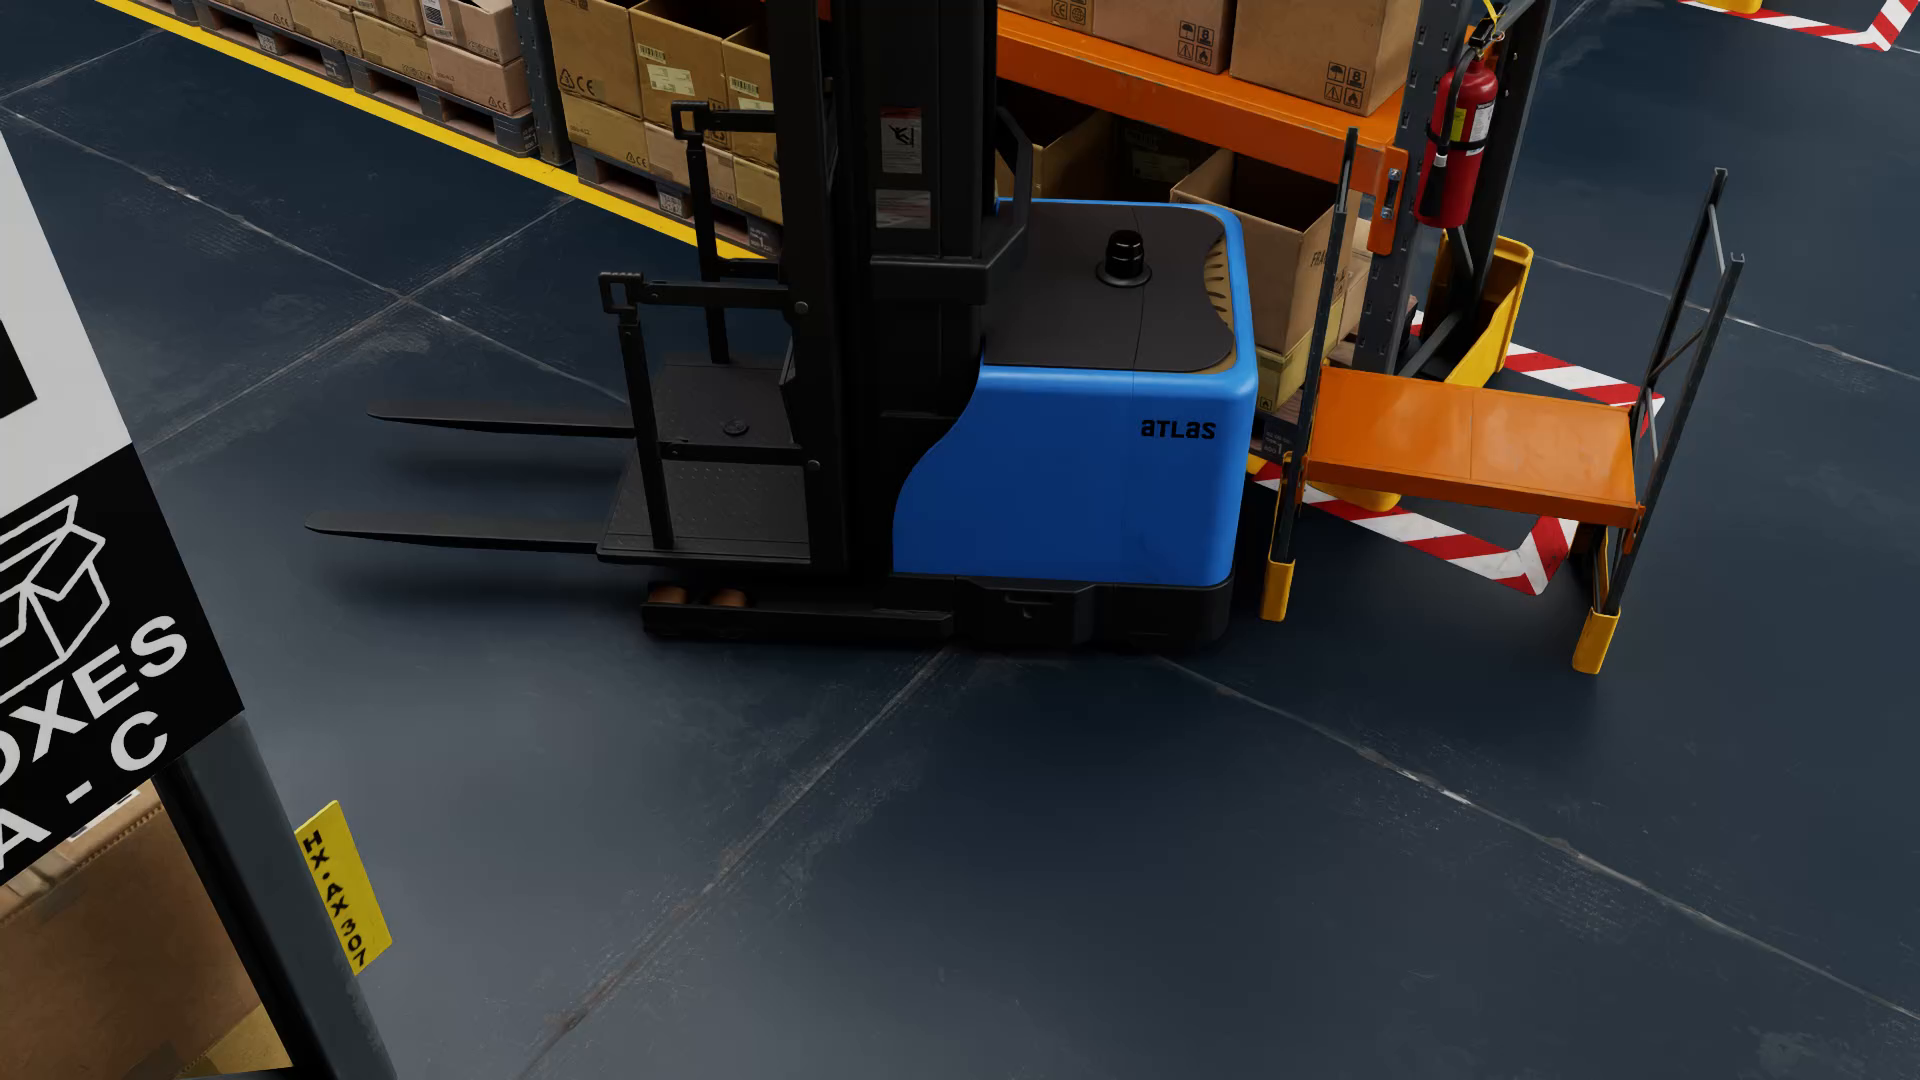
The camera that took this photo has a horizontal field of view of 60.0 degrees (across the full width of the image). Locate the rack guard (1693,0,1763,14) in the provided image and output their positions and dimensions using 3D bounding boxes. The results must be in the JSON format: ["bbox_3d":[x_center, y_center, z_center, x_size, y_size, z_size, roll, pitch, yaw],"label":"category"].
[{"bbox_3d":[4.427,-3.367,9.138,0.348,0.500,1.175,25,48,25],"label":"rack guard"}]

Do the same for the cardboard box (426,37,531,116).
[{"bbox_3d":[-2.112,-2.256,7.769,0.500,0.250,0.500,25,47,25],"label":"cardboard box"}]

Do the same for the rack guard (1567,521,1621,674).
[{"bbox_3d":[2.057,0.139,5.407,0.087,0.250,0.587,9,43,10],"label":"rack guard"}]

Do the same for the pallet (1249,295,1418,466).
[{"bbox_3d":[1.019,-0.823,6.511,1.213,0.211,1.003,25,48,25],"label":"pallet"}]

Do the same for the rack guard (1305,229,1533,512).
[{"bbox_3d":[1.688,-0.651,6.103,0.348,0.500,1.175,25,48,25],"label":"rack guard"}]

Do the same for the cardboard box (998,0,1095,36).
[{"bbox_3d":[0.458,-2.207,5.892,0.500,0.500,0.700,25,48,26],"label":"cardboard box"}]

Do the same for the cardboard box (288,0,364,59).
[{"bbox_3d":[-2.944,-2.646,8.205,0.500,0.250,0.500,26,48,26],"label":"cardboard box"}]

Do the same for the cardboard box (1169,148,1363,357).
[{"bbox_3d":[1.059,-1.046,5.854,0.500,0.500,0.500,25,48,25],"label":"cardboard box"}]

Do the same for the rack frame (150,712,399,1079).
[{"bbox_3d":[-1.173,1.114,2.256,0.127,3.000,1.000,25,48,25],"label":"rack frame"}]

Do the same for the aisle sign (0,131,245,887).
[{"bbox_3d":[-0.941,0.009,1.541,0.004,0.787,0.394,25,48,25],"label":"aisle sign"}]

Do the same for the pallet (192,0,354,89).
[{"bbox_3d":[-3.235,-2.812,8.734,1.213,0.211,1.003,25,48,25],"label":"pallet"}]

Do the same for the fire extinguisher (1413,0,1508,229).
[{"bbox_3d":[1.499,-1.264,4.972,0.183,0.674,0.296,25,48,25],"label":"fire extinguisher"}]

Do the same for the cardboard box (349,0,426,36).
[{"bbox_3d":[-2.532,-2.659,7.798,0.500,0.311,0.500,26,48,26],"label":"cardboard box"}]

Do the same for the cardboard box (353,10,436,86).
[{"bbox_3d":[-2.525,-2.451,7.986,0.500,0.250,0.500,24,47,25],"label":"cardboard box"}]

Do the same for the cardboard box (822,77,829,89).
[{"bbox_3d":[-0.177,-1.613,6.488,0.500,0.500,0.500,25,48,25],"label":"cardboard box"}]

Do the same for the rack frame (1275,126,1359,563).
[{"bbox_3d":[1.089,-0.485,5.167,0.032,1.500,0.500,9,43,10],"label":"rack frame"}]

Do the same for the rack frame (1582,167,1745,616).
[{"bbox_3d":[2.076,-0.324,4.987,0.032,1.500,0.500,9,43,10],"label":"rack frame"}]

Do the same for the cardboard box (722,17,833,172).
[{"bbox_3d":[-0.587,-1.804,6.701,0.500,0.500,0.500,25,48,25],"label":"cardboard box"}]

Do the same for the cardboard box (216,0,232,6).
[{"bbox_3d":[-3.780,-3.038,8.643,0.500,0.250,0.500,24,47,24],"label":"cardboard box"}]

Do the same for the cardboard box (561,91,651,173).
[{"bbox_3d":[-1.401,-1.912,7.385,0.500,0.250,0.500,25,48,25],"label":"cardboard box"}]

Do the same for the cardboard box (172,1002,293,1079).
[{"bbox_3d":[-1.390,0.802,2.702,0.500,0.250,0.500,24,47,24],"label":"cardboard box"}]

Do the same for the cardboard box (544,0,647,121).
[{"bbox_3d":[-1.406,-2.186,7.129,0.500,0.500,0.500,25,48,25],"label":"cardboard box"}]

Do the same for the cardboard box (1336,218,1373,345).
[{"bbox_3d":[1.357,-1.051,6.422,0.500,0.250,0.500,25,48,25],"label":"cardboard box"}]

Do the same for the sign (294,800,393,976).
[{"bbox_3d":[-0.861,0.495,2.298,0.005,0.325,0.100,25,48,25],"label":"sign"}]

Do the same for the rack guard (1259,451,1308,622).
[{"bbox_3d":[1.090,-0.019,5.584,0.087,0.250,0.587,9,43,10],"label":"rack guard"}]

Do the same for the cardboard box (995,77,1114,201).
[{"bbox_3d":[0.232,-1.421,6.273,0.500,0.500,0.500,25,48,25],"label":"cardboard box"}]

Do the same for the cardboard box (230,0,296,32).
[{"bbox_3d":[-3.360,-2.842,8.424,0.500,0.250,0.500,26,48,26],"label":"cardboard box"}]

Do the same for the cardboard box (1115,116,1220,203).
[{"bbox_3d":[0.947,-1.521,6.385,0.500,0.500,0.500,25,48,25],"label":"cardboard box"}]

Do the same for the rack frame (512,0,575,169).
[{"bbox_3d":[-1.606,-3.124,6.991,0.127,3.000,1.000,25,48,25],"label":"rack frame"}]

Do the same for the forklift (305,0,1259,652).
[{"bbox_3d":[-0.623,-1.122,4.805,3.031,2.935,1.130,3,42,3],"label":"forklift"}]

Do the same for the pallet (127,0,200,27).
[{"bbox_3d":[-4.229,-3.279,9.257,1.213,0.211,1.003,25,48,25],"label":"pallet"}]

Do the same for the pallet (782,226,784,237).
[{"bbox_3d":[0.024,-1.290,7.034,1.213,0.211,1.003,25,48,25],"label":"pallet"}]

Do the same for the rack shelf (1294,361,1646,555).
[{"bbox_3d":[1.582,-0.270,5.197,1.000,0.185,0.538,9,43,10],"label":"rack shelf"}]

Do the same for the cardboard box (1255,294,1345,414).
[{"bbox_3d":[1.060,-0.768,6.106,0.500,0.250,0.500,25,48,25],"label":"cardboard box"}]

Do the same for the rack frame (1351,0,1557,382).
[{"bbox_3d":[1.669,-1.592,5.280,0.127,3.000,1.000,25,48,25],"label":"rack frame"}]

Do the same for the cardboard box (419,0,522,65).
[{"bbox_3d":[-2.102,-2.463,7.580,0.500,0.311,0.500,25,48,25],"label":"cardboard box"}]

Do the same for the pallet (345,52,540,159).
[{"bbox_3d":[-2.232,-2.345,8.213,1.213,0.211,1.003,25,48,25],"label":"pallet"}]

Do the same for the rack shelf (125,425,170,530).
[{"bbox_3d":[-2.810,-0.502,2.351,4.000,0.370,1.077,25,48,25],"label":"rack shelf"}]

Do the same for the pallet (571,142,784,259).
[{"bbox_3d":[-0.979,-1.757,7.555,1.213,0.211,1.003,25,48,25],"label":"pallet"}]

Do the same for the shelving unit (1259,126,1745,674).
[{"bbox_3d":[1.573,-0.406,5.079,1.083,1.500,0.587,9,43,10],"label":"shelving unit"}]

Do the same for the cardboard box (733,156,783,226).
[{"bbox_3d":[-0.588,-1.524,6.951,0.500,0.250,0.500,25,48,25],"label":"cardboard box"}]

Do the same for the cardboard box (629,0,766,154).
[{"bbox_3d":[-0.992,-1.999,6.920,0.500,0.500,0.500,25,48,25],"label":"cardboard box"}]

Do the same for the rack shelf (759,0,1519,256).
[{"bbox_3d":[0.031,-2.090,6.375,4.000,0.370,1.077,25,48,25],"label":"rack shelf"}]

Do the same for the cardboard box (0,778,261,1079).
[{"bbox_3d":[-1.391,0.536,2.437,0.500,0.500,0.500,25,48,25],"label":"cardboard box"}]

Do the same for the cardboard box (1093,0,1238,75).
[{"bbox_3d":[0.861,-2.014,5.676,0.500,0.500,0.700,26,48,26],"label":"cardboard box"}]

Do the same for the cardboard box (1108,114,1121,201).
[{"bbox_3d":[0.530,-1.705,6.591,0.500,0.500,0.500,25,48,25],"label":"cardboard box"}]

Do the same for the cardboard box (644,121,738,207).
[{"bbox_3d":[-0.994,-1.718,7.168,0.500,0.250,0.500,25,48,25],"label":"cardboard box"}]

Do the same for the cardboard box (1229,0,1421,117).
[{"bbox_3d":[1.294,-1.815,5.454,0.500,0.500,0.700,25,48,25],"label":"cardboard box"}]

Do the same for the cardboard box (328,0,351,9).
[{"bbox_3d":[-2.939,-2.851,8.013,0.500,0.311,0.500,25,47,25],"label":"cardboard box"}]
